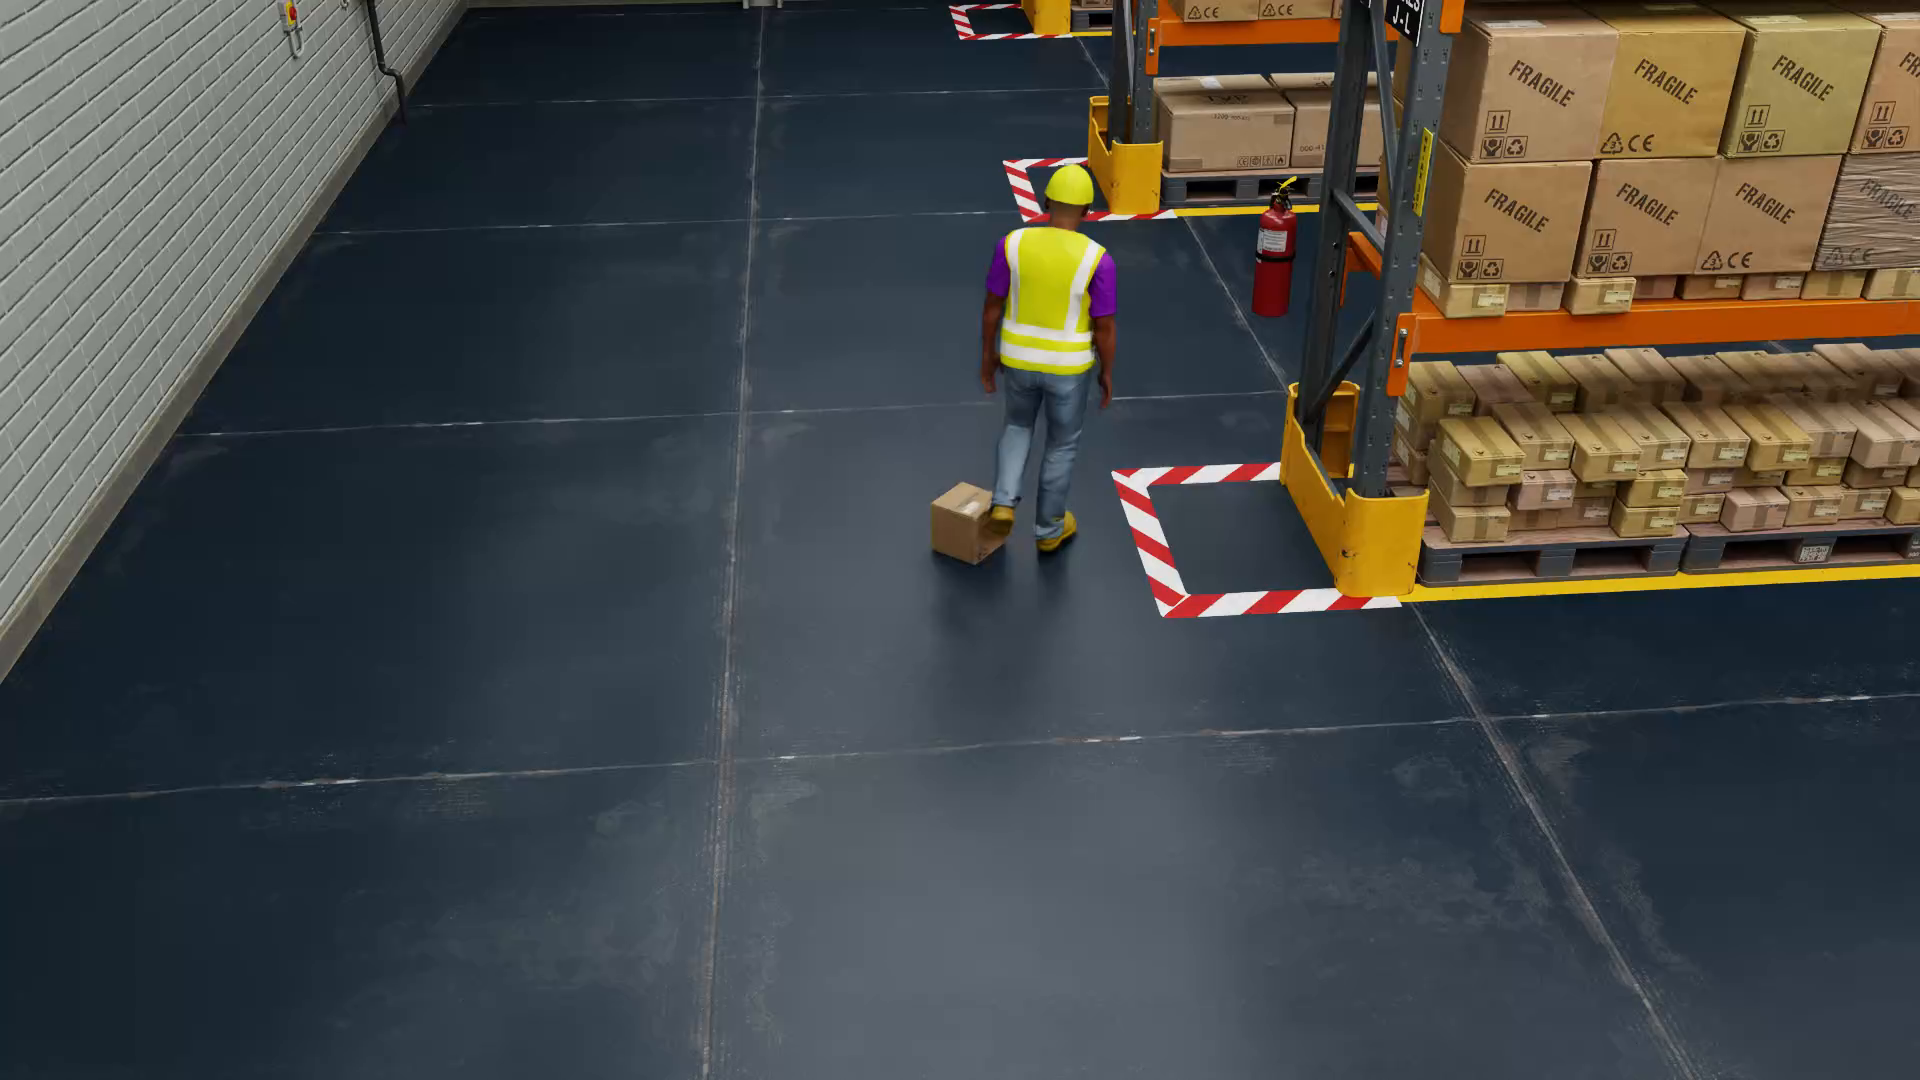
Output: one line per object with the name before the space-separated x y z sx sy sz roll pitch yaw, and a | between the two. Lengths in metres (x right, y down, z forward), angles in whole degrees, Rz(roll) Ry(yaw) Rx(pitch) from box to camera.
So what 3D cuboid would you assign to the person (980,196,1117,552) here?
person | 0.367 -0.739 7.337 0.595 1.715 0.555 12 33 20
